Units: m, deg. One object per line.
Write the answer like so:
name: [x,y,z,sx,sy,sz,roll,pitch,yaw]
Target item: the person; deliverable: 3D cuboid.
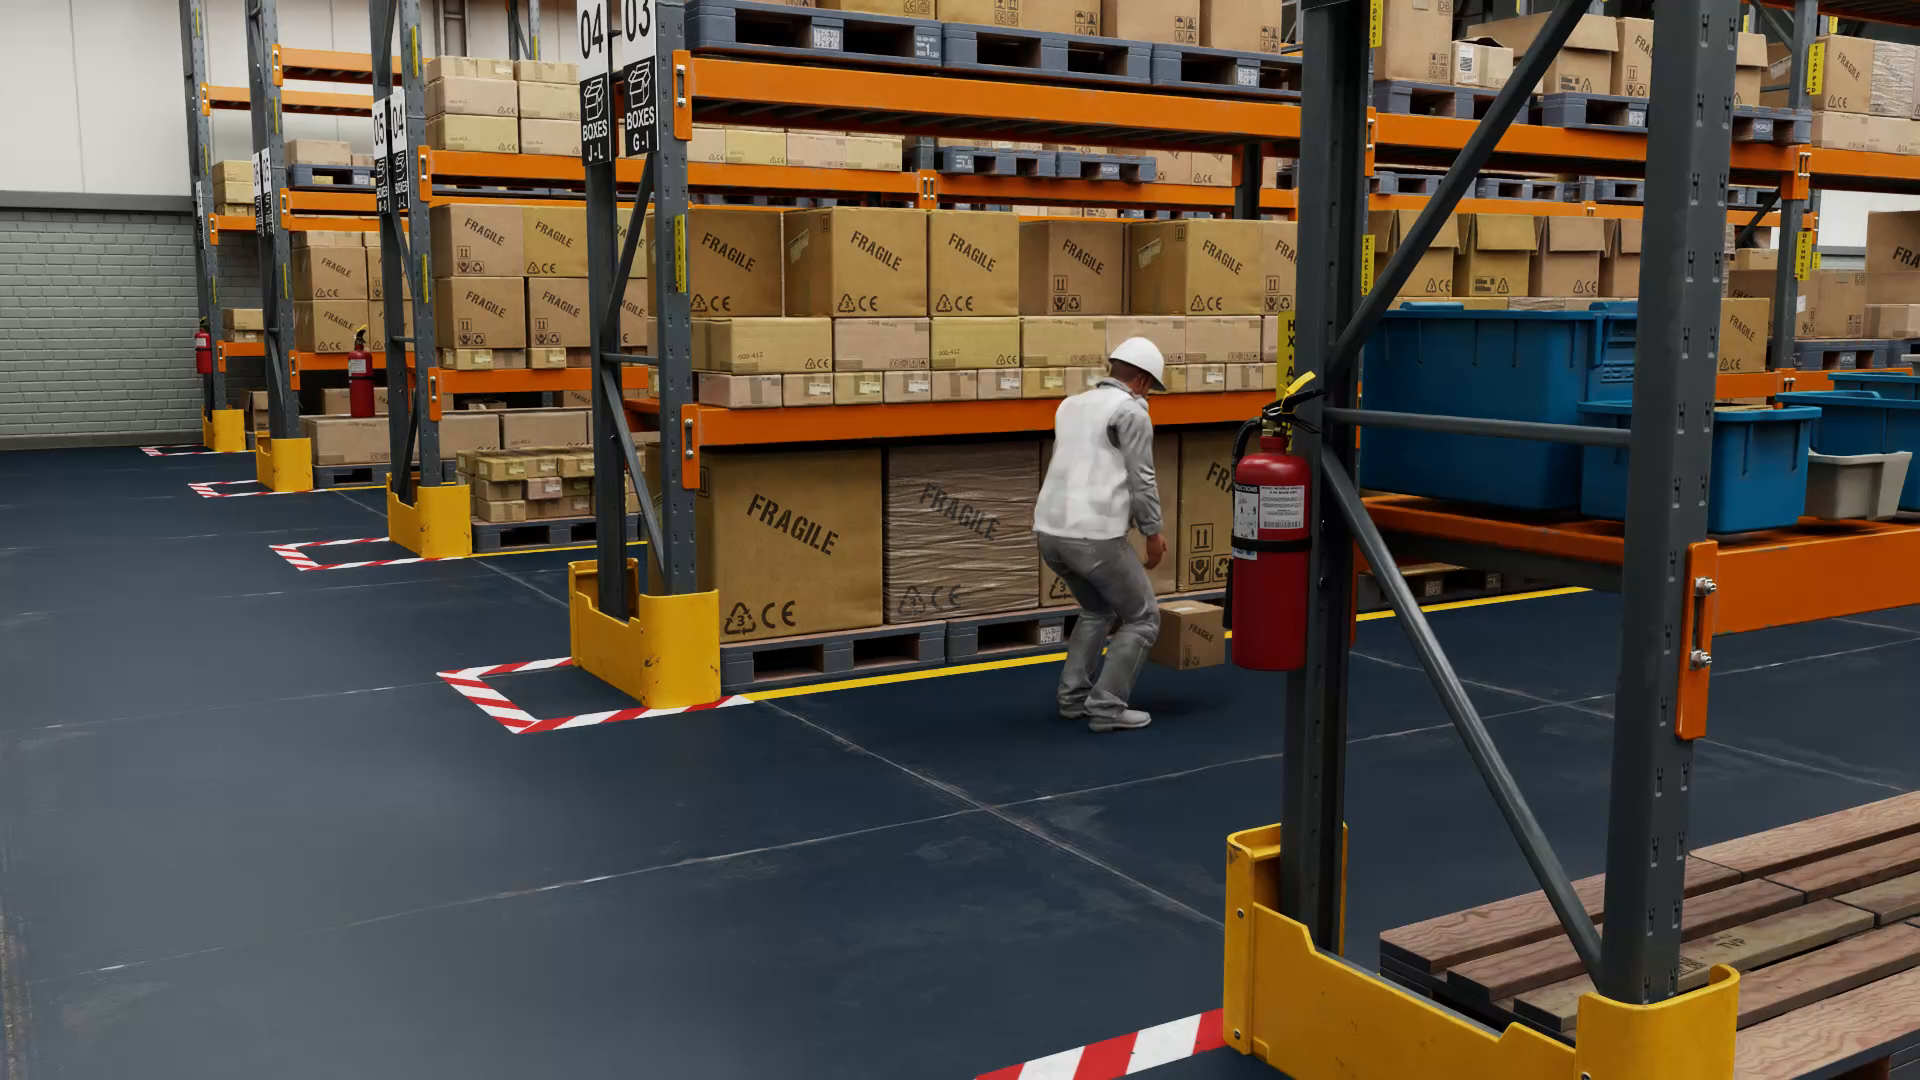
person: [0.604,-0.035,7.026,0.604,1.628,0.581,-5,9,-30]
